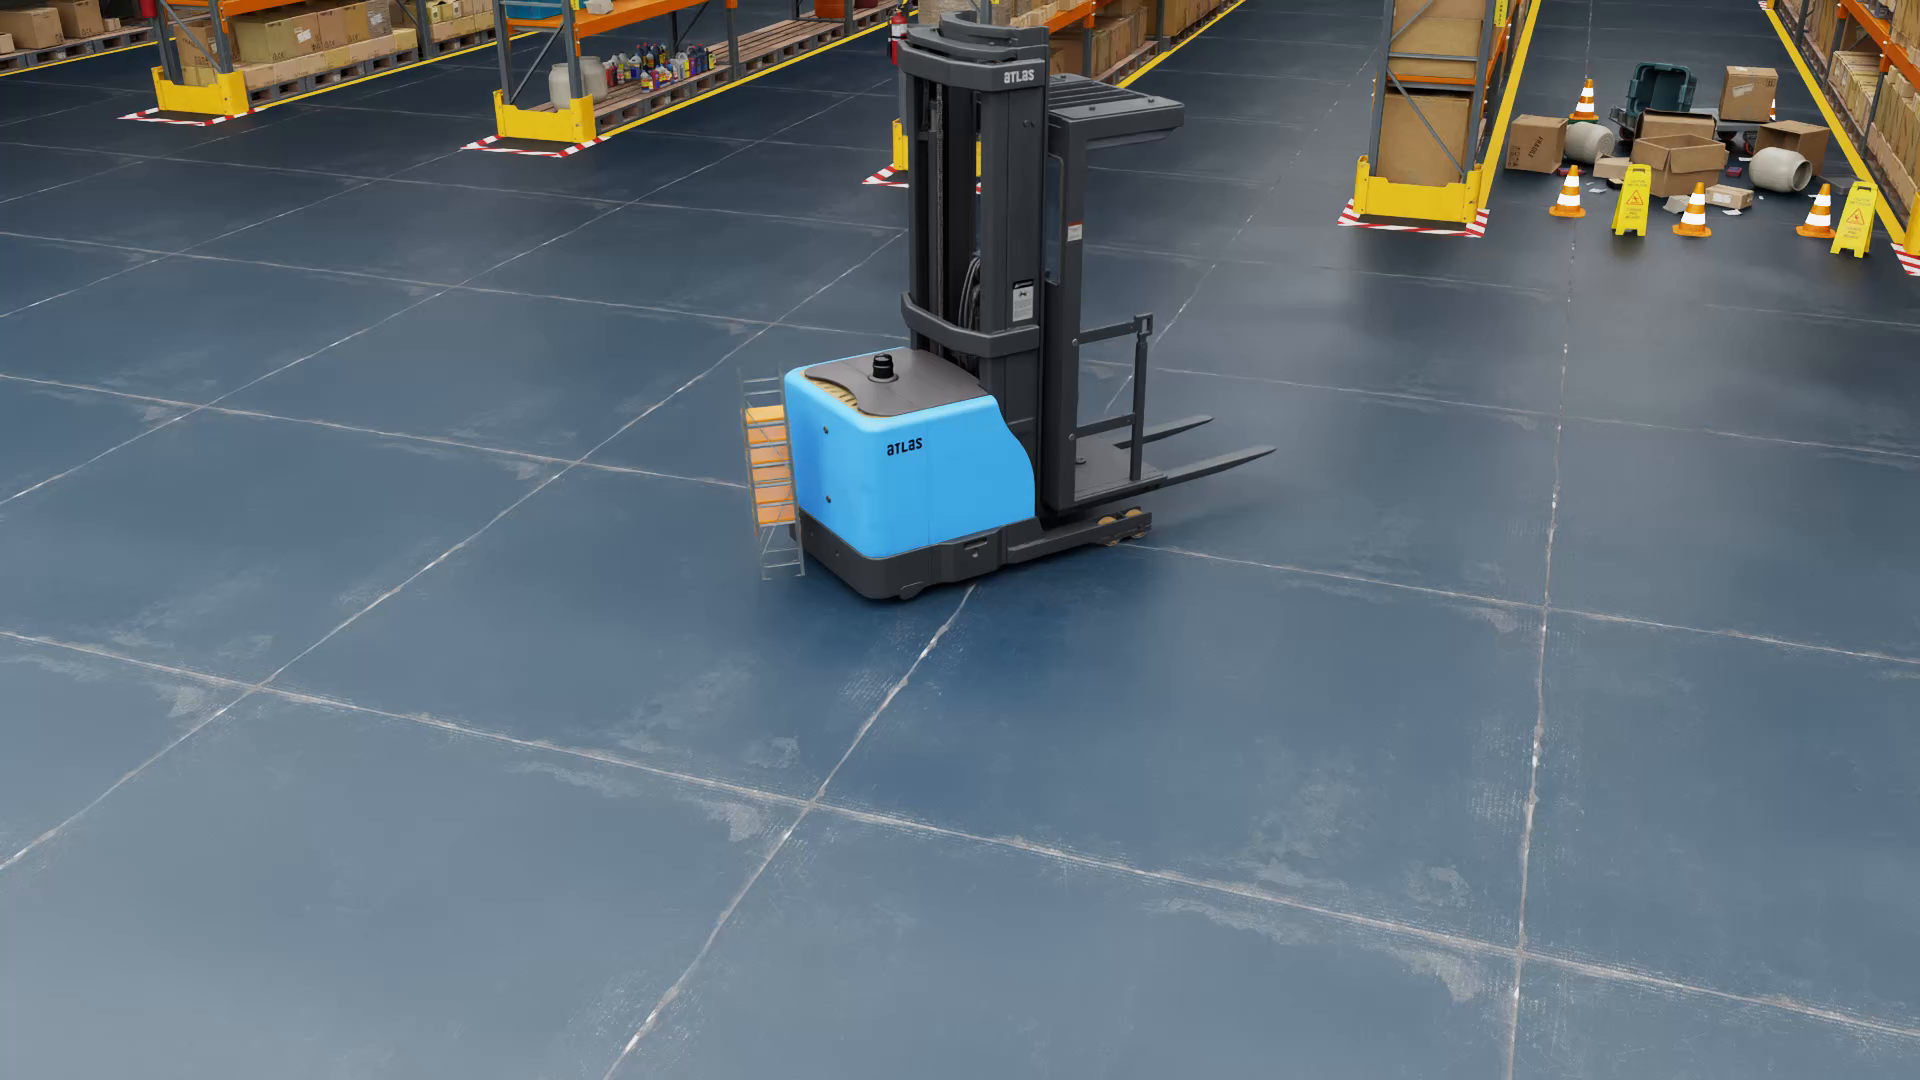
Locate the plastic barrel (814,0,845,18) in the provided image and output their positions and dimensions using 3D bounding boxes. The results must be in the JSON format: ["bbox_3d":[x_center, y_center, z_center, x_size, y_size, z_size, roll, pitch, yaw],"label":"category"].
[{"bbox_3d":[-2.022,-8.755,26.398,0.600,0.830,0.708,9,27,17],"label":"plastic barrel"}]

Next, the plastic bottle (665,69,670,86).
[{"bbox_3d":[-3.753,-5.913,21.226,0.097,0.201,0.097,0,26,0],"label":"plastic bottle"}]

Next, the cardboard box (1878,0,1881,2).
[{"bbox_3d":[10.665,-6.190,18.898,0.380,0.149,0.250,9,27,18],"label":"cardboard box"}]

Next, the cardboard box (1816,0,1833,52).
[{"bbox_3d":[12.755,-7.422,23.592,0.875,0.875,0.875,10,27,19],"label":"cardboard box"}]

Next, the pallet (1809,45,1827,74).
[{"bbox_3d":[12.589,-6.741,23.431,1.003,0.211,1.213,9,27,17],"label":"pallet"}]

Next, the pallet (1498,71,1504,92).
[{"bbox_3d":[6.813,-6.292,22.503,1.003,0.211,1.213,9,27,17],"label":"pallet"}]

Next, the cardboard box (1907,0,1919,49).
[{"bbox_3d":[9.783,-5.164,16.518,0.500,0.500,0.500,9,27,17],"label":"cardboard box"}]

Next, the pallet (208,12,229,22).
[{"bbox_3d":[-12.180,-8.700,27.477,1.003,0.211,1.213,9,27,17],"label":"pallet"}]

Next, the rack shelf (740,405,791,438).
[{"bbox_3d":[-1.049,-0.644,8.960,0.258,0.103,0.180,-7,27,-7],"label":"rack shelf"}]

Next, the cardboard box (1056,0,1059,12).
[{"bbox_3d":[0.959,-6.335,19.681,0.380,0.149,0.250,9,27,17],"label":"cardboard box"}]

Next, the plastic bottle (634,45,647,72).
[{"bbox_3d":[-4.222,-6.352,21.962,0.144,0.351,0.185,8,27,15],"label":"plastic bottle"}]

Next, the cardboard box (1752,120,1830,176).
[{"bbox_3d":[8.877,-4.173,17.792,0.500,0.500,0.500,-14,29,-27],"label":"cardboard box"}]

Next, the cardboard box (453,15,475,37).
[{"bbox_3d":[-7.630,-7.706,24.898,0.500,0.250,0.500,9,27,19],"label":"cardboard box"}]

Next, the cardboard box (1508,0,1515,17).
[{"bbox_3d":[6.244,-6.438,19.491,0.500,0.500,0.500,9,27,18],"label":"cardboard box"}]

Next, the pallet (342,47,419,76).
[{"bbox_3d":[-8.473,-6.839,23.634,1.003,0.211,1.213,9,27,17],"label":"pallet"}]

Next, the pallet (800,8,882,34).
[{"bbox_3d":[-1.945,-8.414,26.886,1.003,0.211,1.213,9,27,17],"label":"pallet"}]

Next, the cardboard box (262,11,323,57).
[{"bbox_3d":[-8.793,-6.662,21.879,0.500,0.500,0.500,9,27,17],"label":"cardboard box"}]

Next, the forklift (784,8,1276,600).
[{"bbox_3d":[0.528,-1.464,9.410,3.031,2.935,1.130,-15,30,-29],"label":"forklift"}]

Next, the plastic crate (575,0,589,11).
[{"bbox_3d":[-4.725,-6.500,19.903,0.499,0.251,0.408,9,27,17],"label":"plastic crate"}]

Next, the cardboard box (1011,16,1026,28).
[{"bbox_3d":[0.512,-5.711,18.391,0.380,0.149,0.250,9,27,17],"label":"cardboard box"}]

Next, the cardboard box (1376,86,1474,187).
[{"bbox_3d":[4.647,-4.093,16.719,0.875,0.875,0.875,9,27,18],"label":"cardboard box"}]

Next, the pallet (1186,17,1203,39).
[{"bbox_3d":[3.244,-8.179,26.399,1.003,0.211,1.213,9,27,17],"label":"pallet"}]

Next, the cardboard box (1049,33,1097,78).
[{"bbox_3d":[1.396,-6.299,21.682,0.700,0.500,0.500,7,27,13],"label":"cardboard box"}]

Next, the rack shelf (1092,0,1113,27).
[{"bbox_3d":[1.837,-7.475,22.572,1.077,0.370,4.000,9,27,17],"label":"rack shelf"}]

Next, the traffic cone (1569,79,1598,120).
[{"bbox_3d":[7.685,-5.407,20.386,0.336,0.463,0.334,9,27,17],"label":"traffic cone"}]

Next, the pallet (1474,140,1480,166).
[{"bbox_3d":[5.084,-4.157,18.094,1.003,0.211,1.213,9,27,17],"label":"pallet"}]

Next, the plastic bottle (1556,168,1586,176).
[{"bbox_3d":[6.558,-3.947,17.833,0.283,0.061,0.133,0,26,-1],"label":"plastic bottle"}]

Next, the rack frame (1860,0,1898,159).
[{"bbox_3d":[10.517,-5.540,17.750,1.000,3.000,0.127,9,27,17],"label":"rack frame"}]

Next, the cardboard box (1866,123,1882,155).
[{"bbox_3d":[10.066,-4.288,17.838,0.500,0.250,0.500,7,27,15],"label":"cardboard box"}]

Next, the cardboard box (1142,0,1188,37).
[{"bbox_3d":[2.752,-8.134,25.064,1.225,0.875,0.875,7,27,15],"label":"cardboard box"}]

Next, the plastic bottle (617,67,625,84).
[{"bbox_3d":[-4.353,-5.955,21.313,0.097,0.201,0.097,0,26,0],"label":"plastic bottle"}]

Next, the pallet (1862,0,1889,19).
[{"bbox_3d":[11.228,-6.278,19.494,1.003,0.211,1.213,9,27,17],"label":"pallet"}]

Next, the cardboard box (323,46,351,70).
[{"bbox_3d":[-8.611,-6.527,22.462,0.500,0.250,0.500,9,27,17],"label":"cardboard box"}]

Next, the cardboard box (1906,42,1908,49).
[{"bbox_3d":[10.014,-5.119,17.169,0.380,0.149,0.250,9,27,17],"label":"cardboard box"}]

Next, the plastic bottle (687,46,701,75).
[{"bbox_3d":[-3.506,-6.316,21.887,0.144,0.351,0.185,7,27,15],"label":"plastic bottle"}]

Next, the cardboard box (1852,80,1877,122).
[{"bbox_3d":[10.925,-5.058,19.288,0.950,0.372,0.625,11,28,21],"label":"cardboard box"}]

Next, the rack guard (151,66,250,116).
[{"bbox_3d":[-9.508,-5.636,20.818,1.175,0.500,0.348,9,27,17],"label":"rack guard"}]

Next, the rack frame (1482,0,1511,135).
[{"bbox_3d":[5.815,-6.216,19.147,1.000,3.000,0.127,9,27,17],"label":"rack frame"}]

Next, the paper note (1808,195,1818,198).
[{"bbox_3d":[8.751,-3.510,16.963,0.142,0.019,0.148,0,26,-1],"label":"paper note"}]

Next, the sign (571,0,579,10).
[{"bbox_3d":[-4.313,-6.095,18.578,0.100,0.325,0.005,9,27,17],"label":"sign"}]

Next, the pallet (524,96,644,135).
[{"bbox_3d":[-4.574,-5.168,20.181,1.003,0.211,1.213,9,27,17],"label":"pallet"}]

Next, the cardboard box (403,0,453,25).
[{"bbox_3d":[-7.797,-7.753,24.350,0.500,0.311,0.500,9,27,18],"label":"cardboard box"}]

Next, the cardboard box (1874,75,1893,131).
[{"bbox_3d":[10.066,-4.626,17.674,0.500,0.500,0.500,10,28,20],"label":"cardboard box"}]

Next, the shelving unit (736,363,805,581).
[{"bbox_3d":[-1.033,-0.363,9.104,0.258,1.200,0.189,-7,27,-7],"label":"shelving unit"}]

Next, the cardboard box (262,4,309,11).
[{"bbox_3d":[-9.116,-6.942,22.459,0.500,0.500,0.500,9,27,17],"label":"cardboard box"}]

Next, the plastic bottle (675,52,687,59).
[{"bbox_3d":[-3.654,-6.293,21.926,0.152,0.276,0.135,9,27,17],"label":"plastic bottle"}]

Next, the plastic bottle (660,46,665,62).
[{"bbox_3d":[-4.000,-6.451,22.245,0.061,0.283,0.133,9,27,17],"label":"plastic bottle"}]

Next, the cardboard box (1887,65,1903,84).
[{"bbox_3d":[9.967,-4.875,17.445,0.380,0.149,0.250,9,27,18],"label":"cardboard box"}]

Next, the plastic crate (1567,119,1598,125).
[{"bbox_3d":[6.993,-4.715,19.207,0.662,0.188,0.450,-20,23,-36],"label":"plastic crate"}]

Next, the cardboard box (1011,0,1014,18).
[{"bbox_3d":[0.102,-5.957,18.155,0.875,0.500,0.500,9,27,17],"label":"cardboard box"}]

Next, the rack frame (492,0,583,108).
[{"bbox_3d":[-4.830,-6.052,18.807,1.000,3.000,0.127,9,27,17],"label":"rack frame"}]

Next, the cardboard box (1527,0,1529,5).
[{"bbox_3d":[8.900,-8.646,26.614,0.380,0.149,0.250,10,28,20],"label":"cardboard box"}]

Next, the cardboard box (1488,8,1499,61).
[{"bbox_3d":[5.032,-5.240,16.959,0.875,0.550,0.550,9,27,17],"label":"cardboard box"}]
